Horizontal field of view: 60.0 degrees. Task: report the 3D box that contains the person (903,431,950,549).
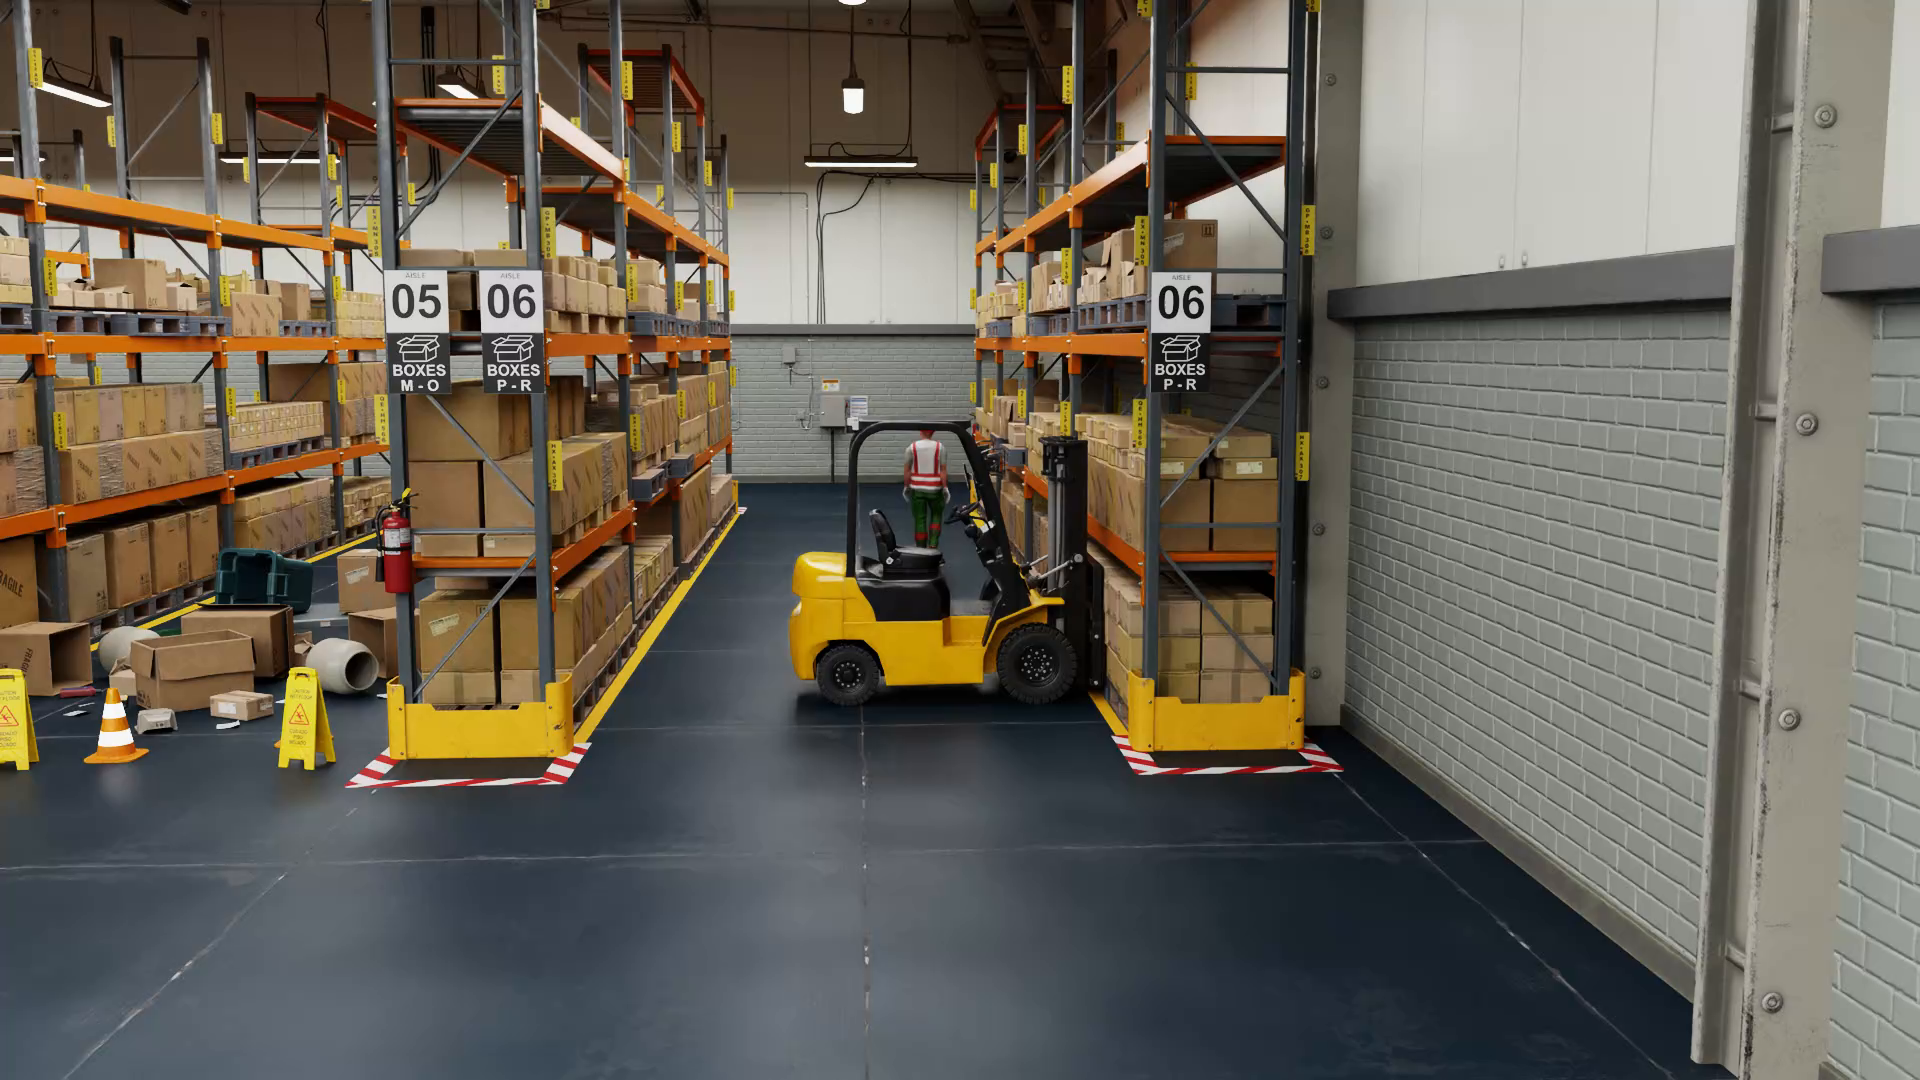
[{"bbox_3d":[-0.419,-0.615,20.723,0.583,1.810,0.477,0,7,-4],"label":"person"}]
